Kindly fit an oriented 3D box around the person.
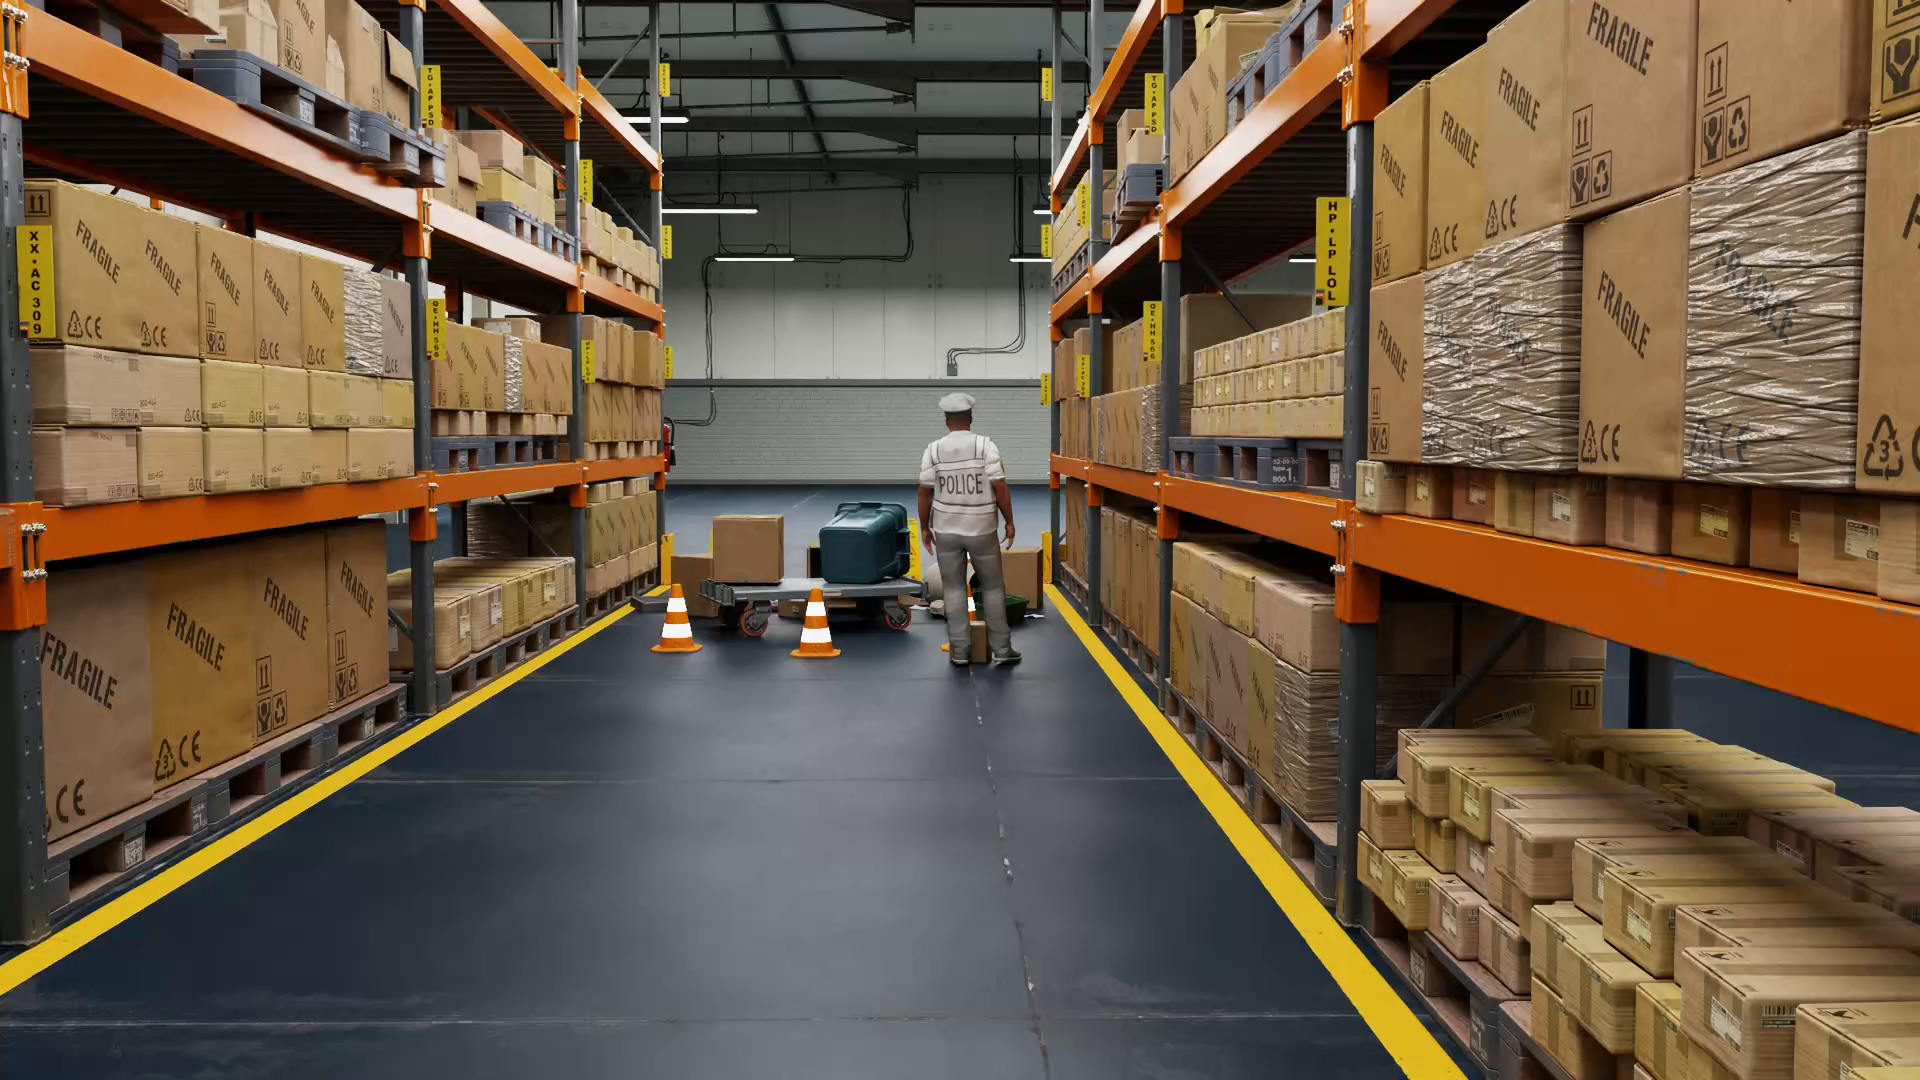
[{"bbox_3d":[0.062,-0.075,10.954,0.641,1.781,0.573,1,4,11],"label":"person"}]
